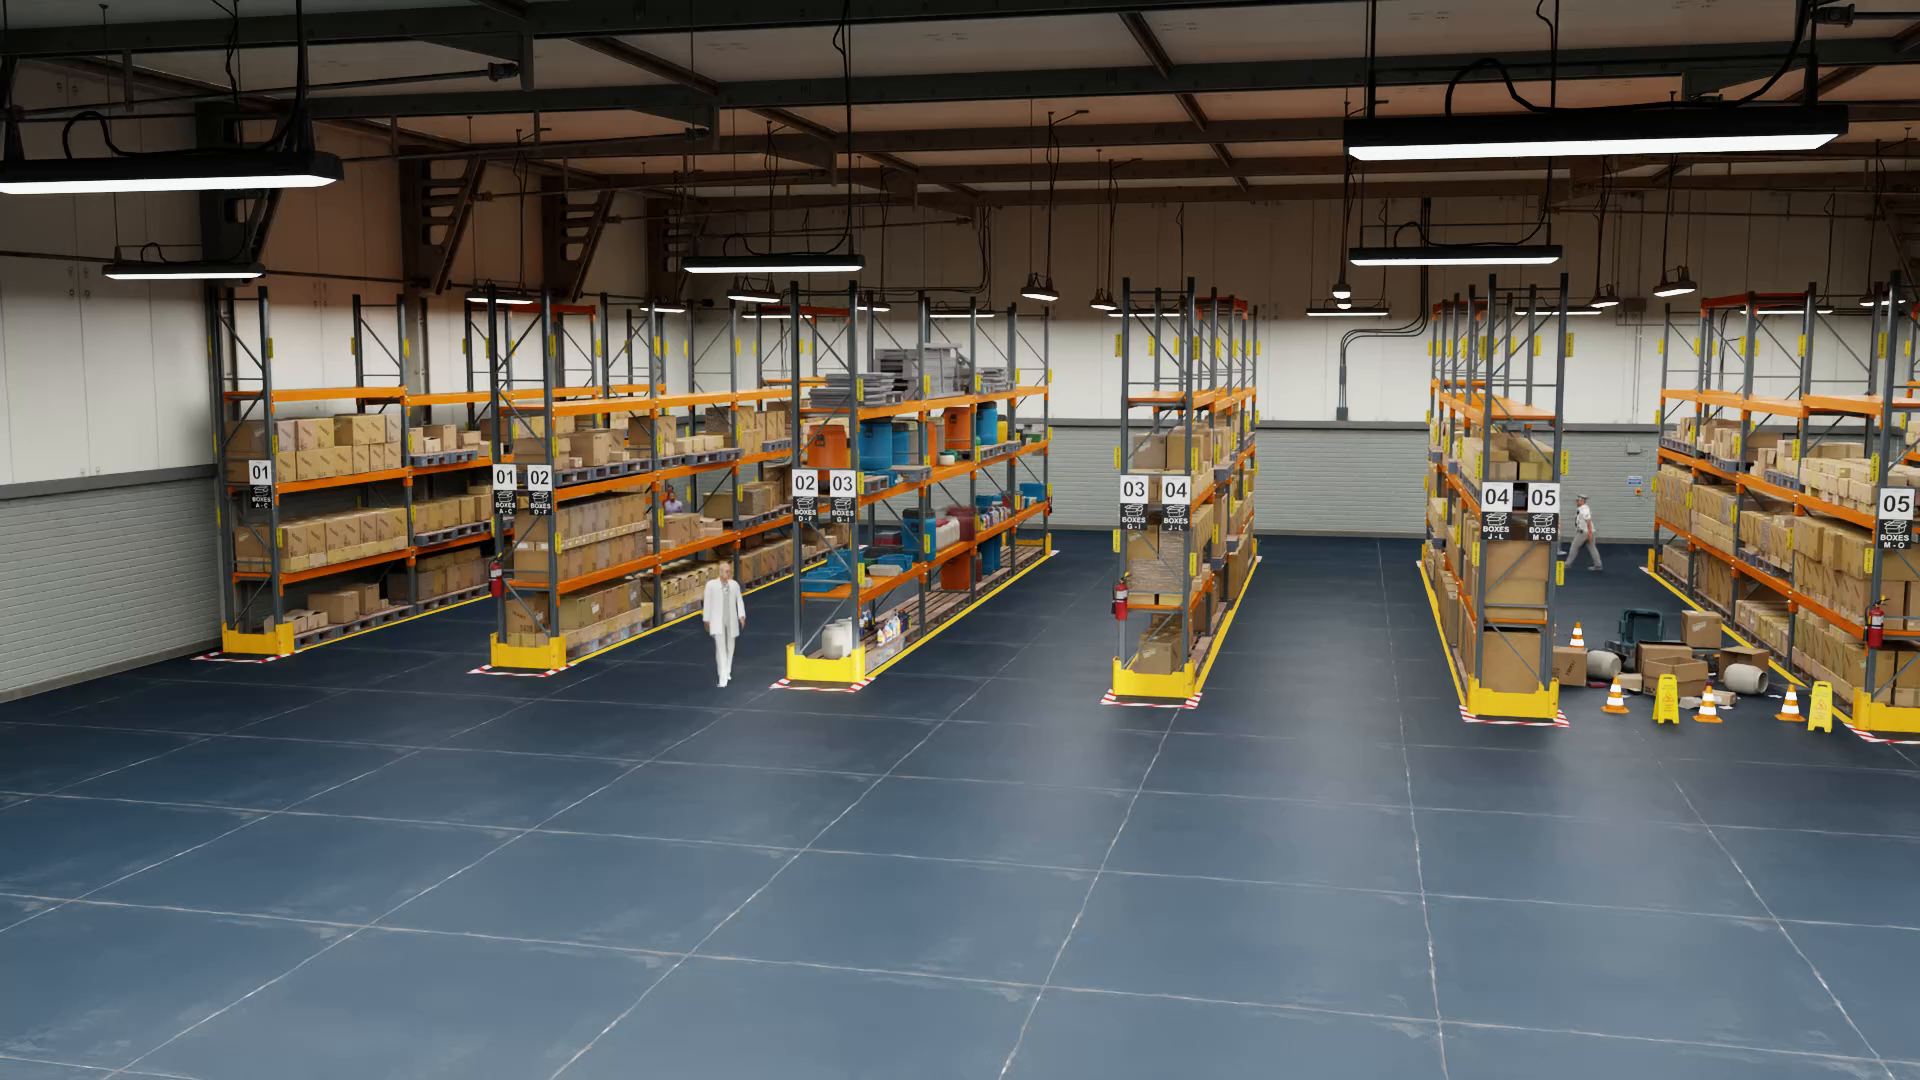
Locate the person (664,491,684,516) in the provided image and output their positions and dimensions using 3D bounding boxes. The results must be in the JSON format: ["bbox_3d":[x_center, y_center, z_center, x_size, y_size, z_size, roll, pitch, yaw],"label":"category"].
[{"bbox_3d":[-6.849,-0.397,39.973,0.484,1.601,0.857,1,7,10],"label":"person"}]

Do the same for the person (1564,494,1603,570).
[{"bbox_3d":[14.071,-0.190,37.624,0.990,1.700,0.529,5,8,39],"label":"person"}]

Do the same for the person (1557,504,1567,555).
[{"bbox_3d":[14.445,-0.488,40.610,0.529,1.663,0.995,-4,8,-32],"label":"person"}]

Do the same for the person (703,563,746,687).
[{"bbox_3d":[-3.502,1.261,25.067,0.612,1.793,0.778,-3,7,-28],"label":"person"}]

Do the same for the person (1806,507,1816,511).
[{"bbox_3d":[18.142,0.046,35.321,0.523,1.759,0.523,-2,7,-18],"label":"person"}]
